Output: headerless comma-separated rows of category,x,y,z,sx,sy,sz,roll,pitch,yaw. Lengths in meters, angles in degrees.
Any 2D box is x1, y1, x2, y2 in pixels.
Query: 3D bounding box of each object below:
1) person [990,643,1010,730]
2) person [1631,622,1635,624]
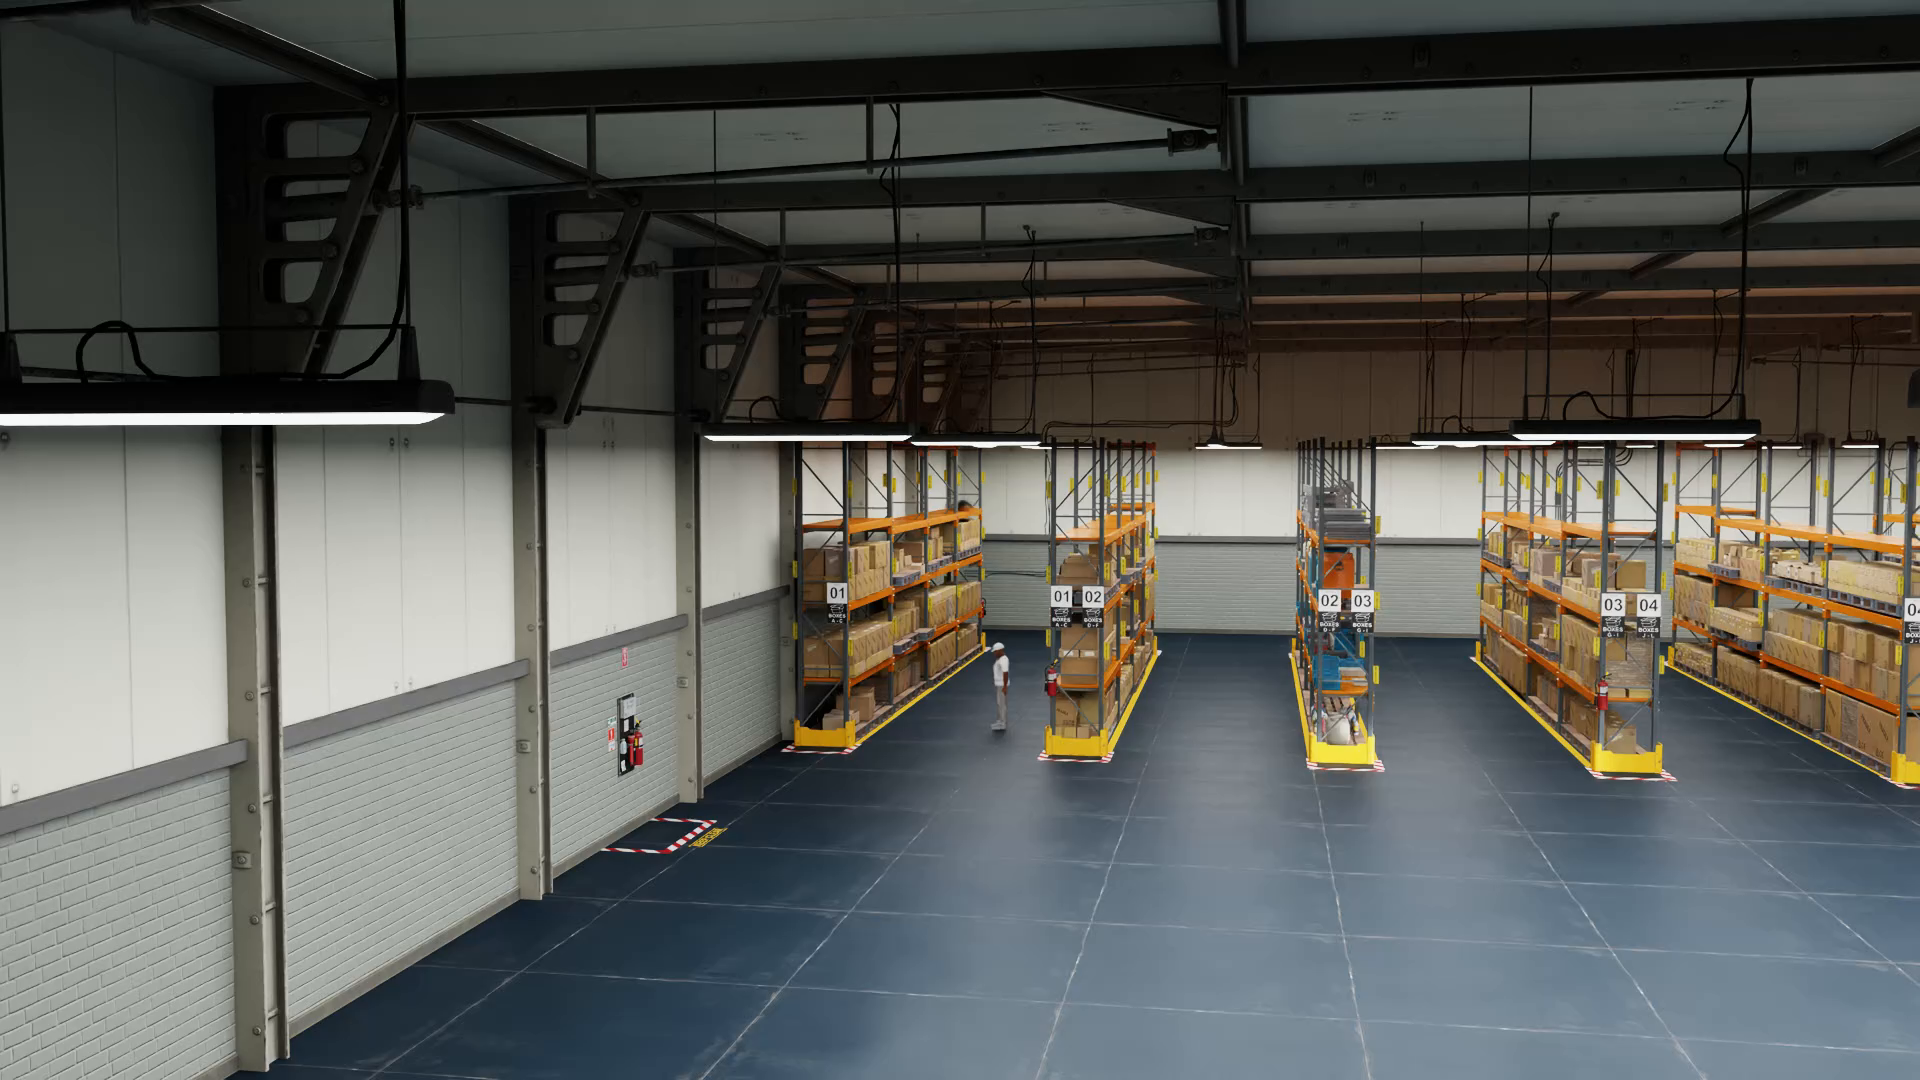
person,0.829,3.013,34.409,0.411,1.765,0.625,0,3,-3
person,18.379,2.403,46.186,0.715,1.799,0.463,0,3,7
